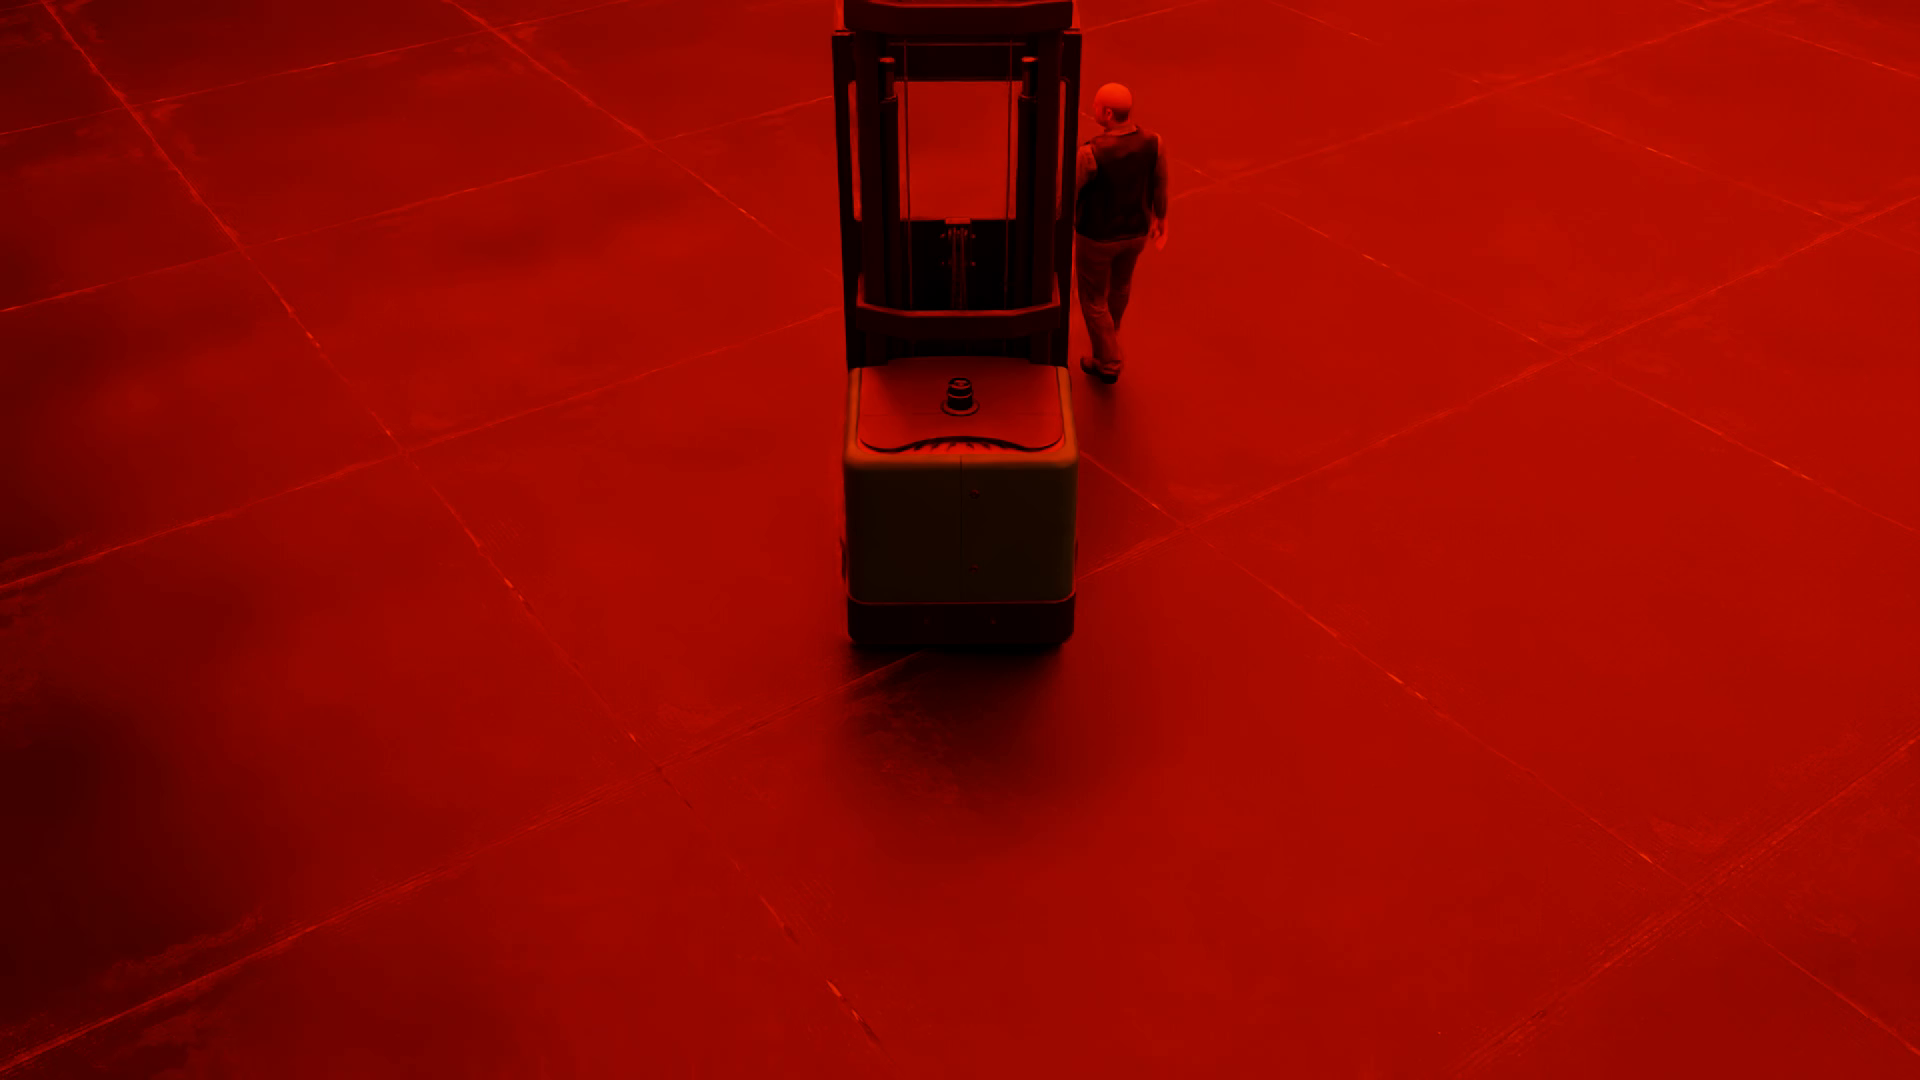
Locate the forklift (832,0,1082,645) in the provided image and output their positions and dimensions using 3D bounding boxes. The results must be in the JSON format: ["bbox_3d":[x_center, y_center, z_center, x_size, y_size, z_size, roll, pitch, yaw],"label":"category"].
[{"bbox_3d":[-0.018,-1.543,8.031,1.130,2.935,3.031,-1,36,-1],"label":"forklift"}]

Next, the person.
[{"bbox_3d":[0.794,-1.776,9.320,0.671,1.702,0.725,-17,40,-21],"label":"person"}]
